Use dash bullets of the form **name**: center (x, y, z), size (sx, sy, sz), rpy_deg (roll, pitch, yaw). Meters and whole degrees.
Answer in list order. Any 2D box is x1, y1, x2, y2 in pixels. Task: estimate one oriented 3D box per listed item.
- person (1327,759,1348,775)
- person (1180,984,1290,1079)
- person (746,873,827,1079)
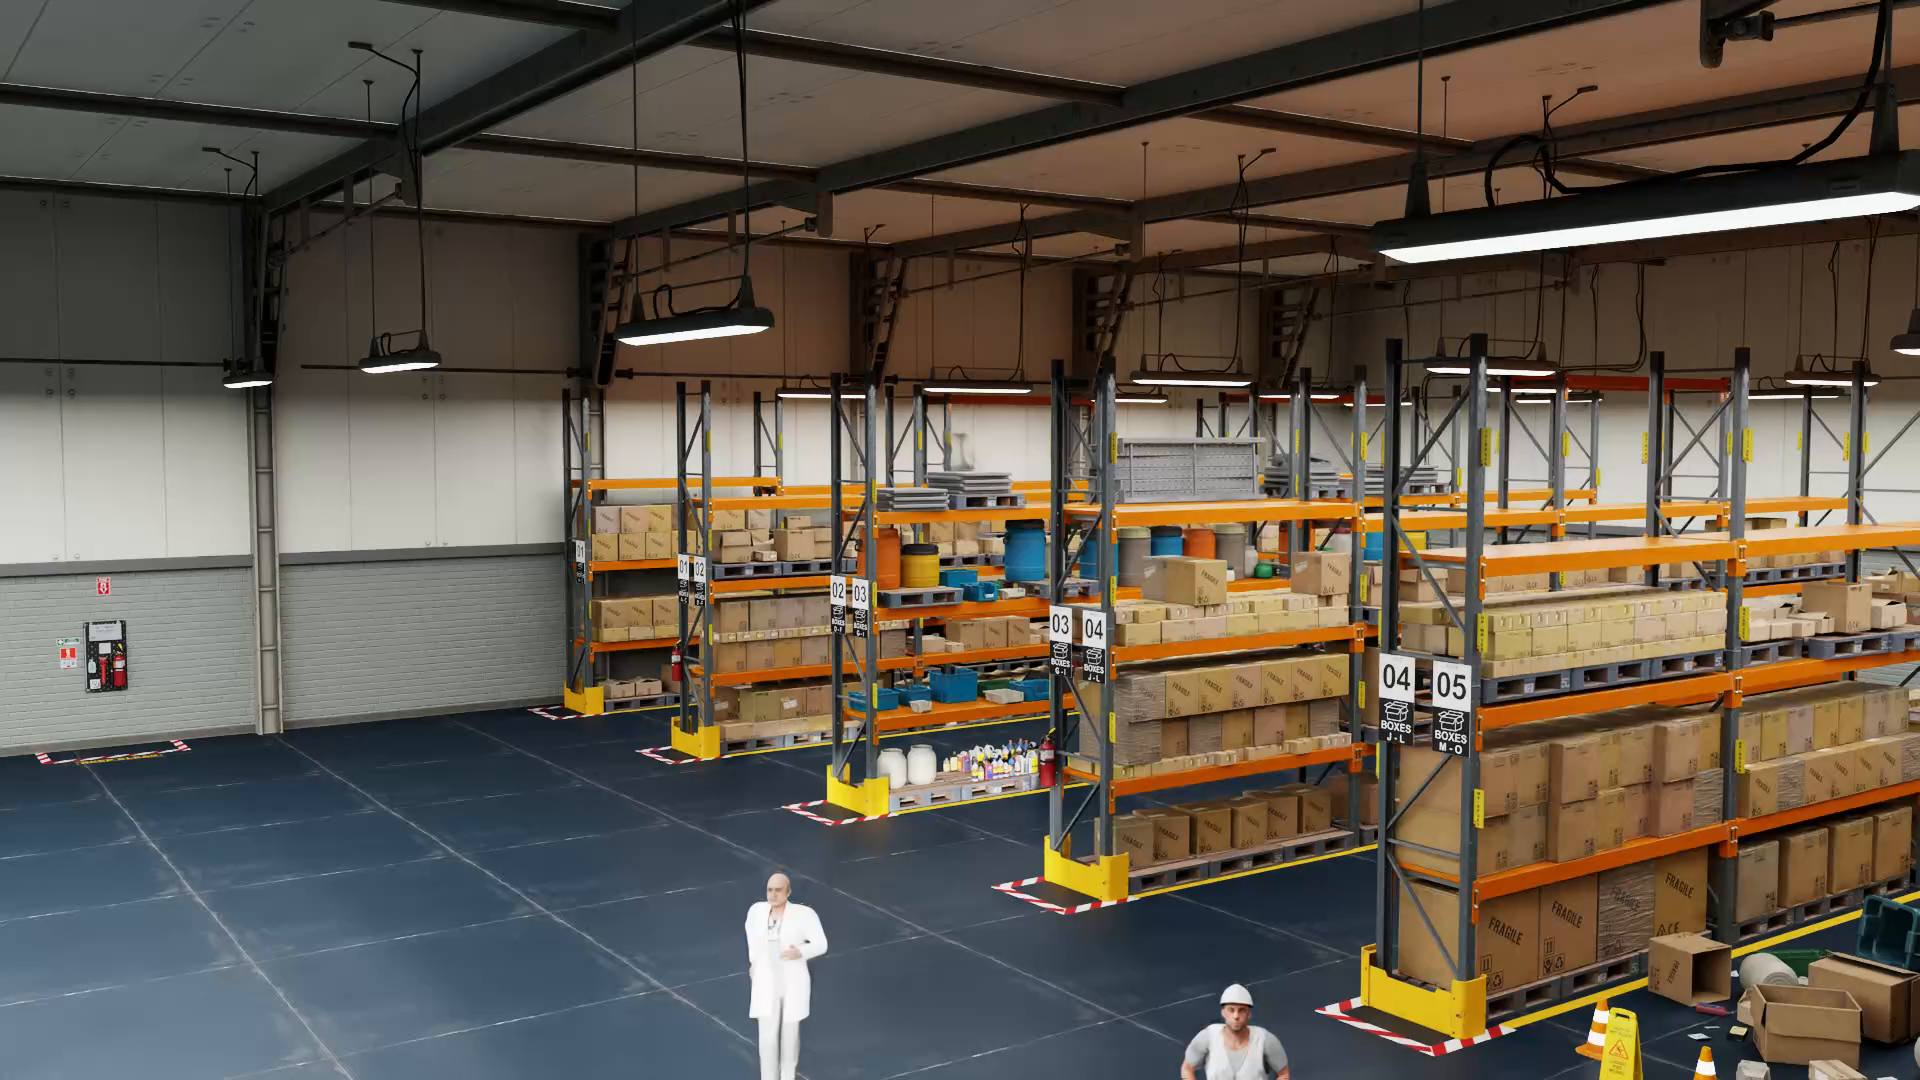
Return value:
- **person**: center (5.488, 2.792, 24.173), size (0.586, 1.644, 0.559), rpy_deg (-3, 5, -42)
- **person**: center (1.706, 3.621, 10.368), size (0.677, 1.747, 0.596), rpy_deg (1, 4, 14)
- **person**: center (-1.345, 3.458, 12.787), size (0.673, 1.839, 0.913), rpy_deg (0, 4, 2)
